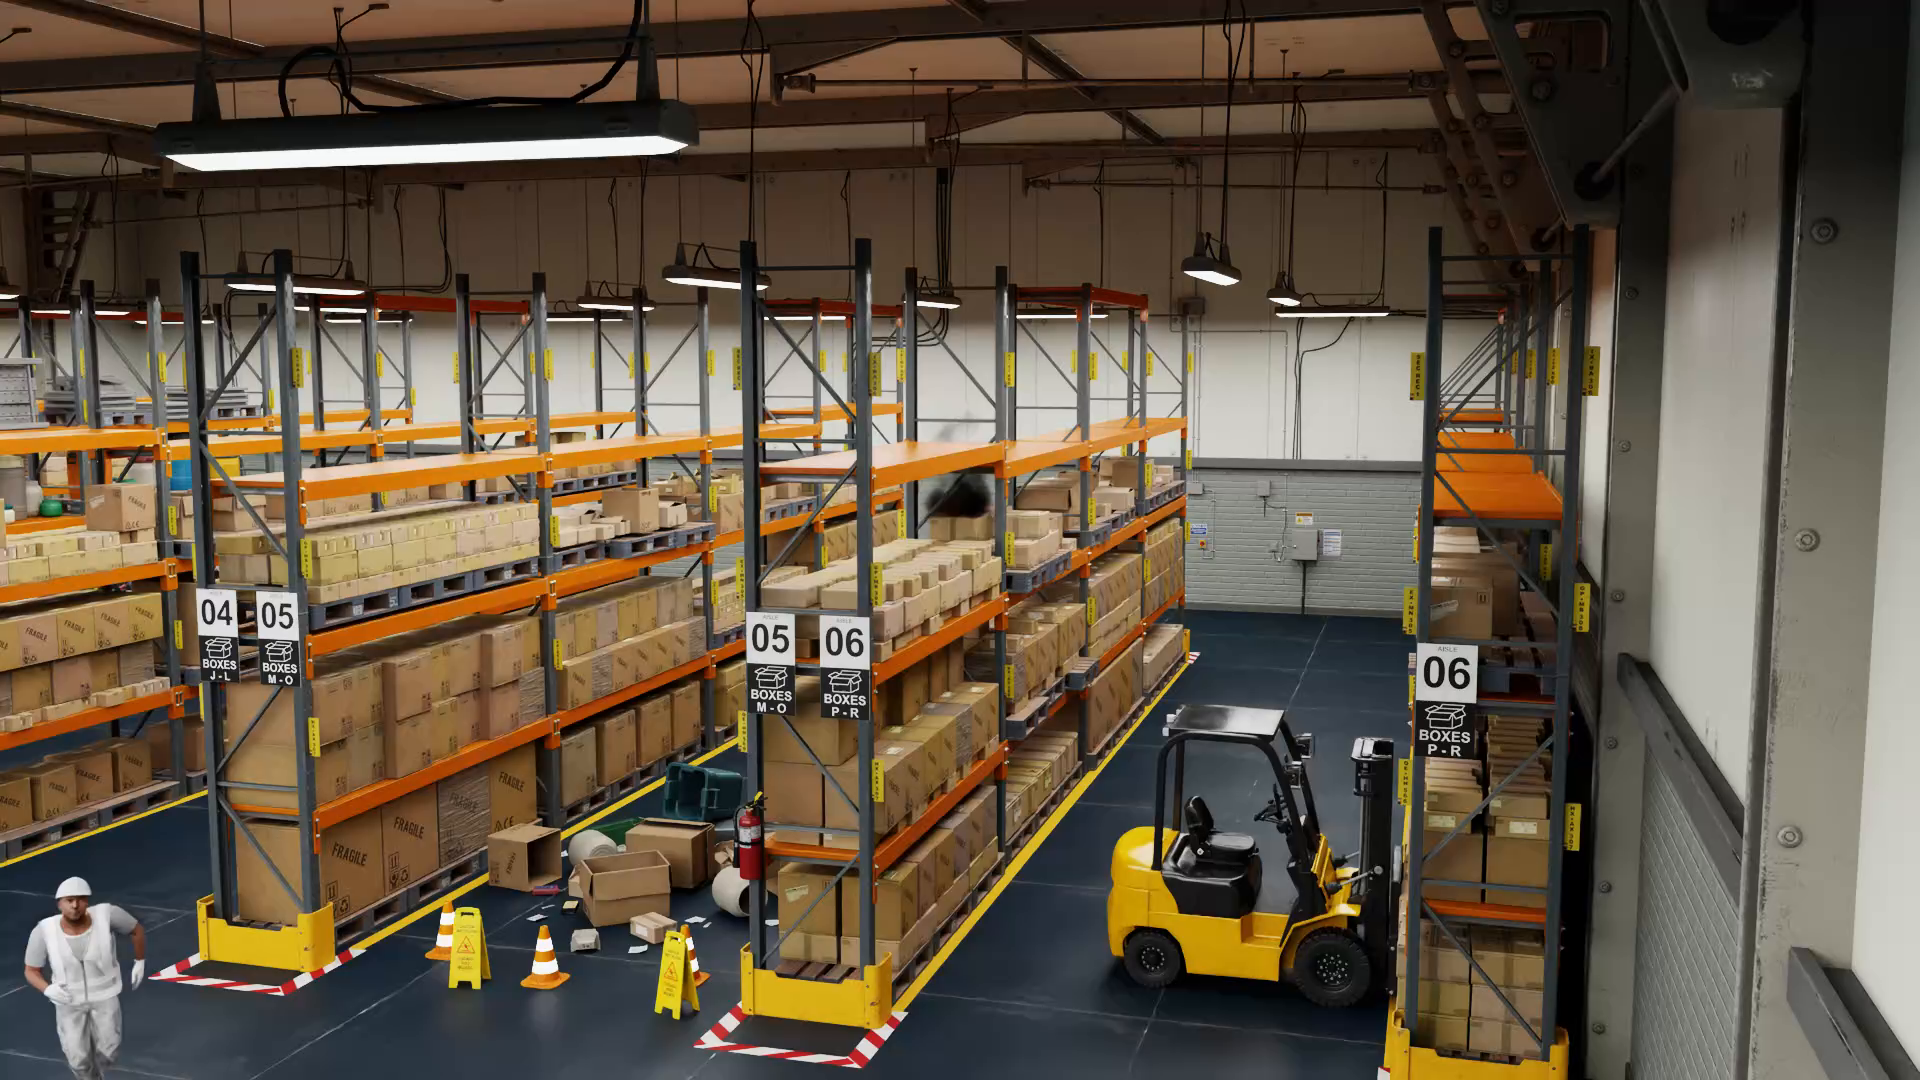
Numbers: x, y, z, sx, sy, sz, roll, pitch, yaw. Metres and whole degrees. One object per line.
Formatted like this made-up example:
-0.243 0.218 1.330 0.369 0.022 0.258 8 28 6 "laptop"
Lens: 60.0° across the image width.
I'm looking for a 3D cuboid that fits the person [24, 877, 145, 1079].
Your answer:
-5.854 3.079 11.168 0.729 1.728 0.695 -4 7 -29 "person"
